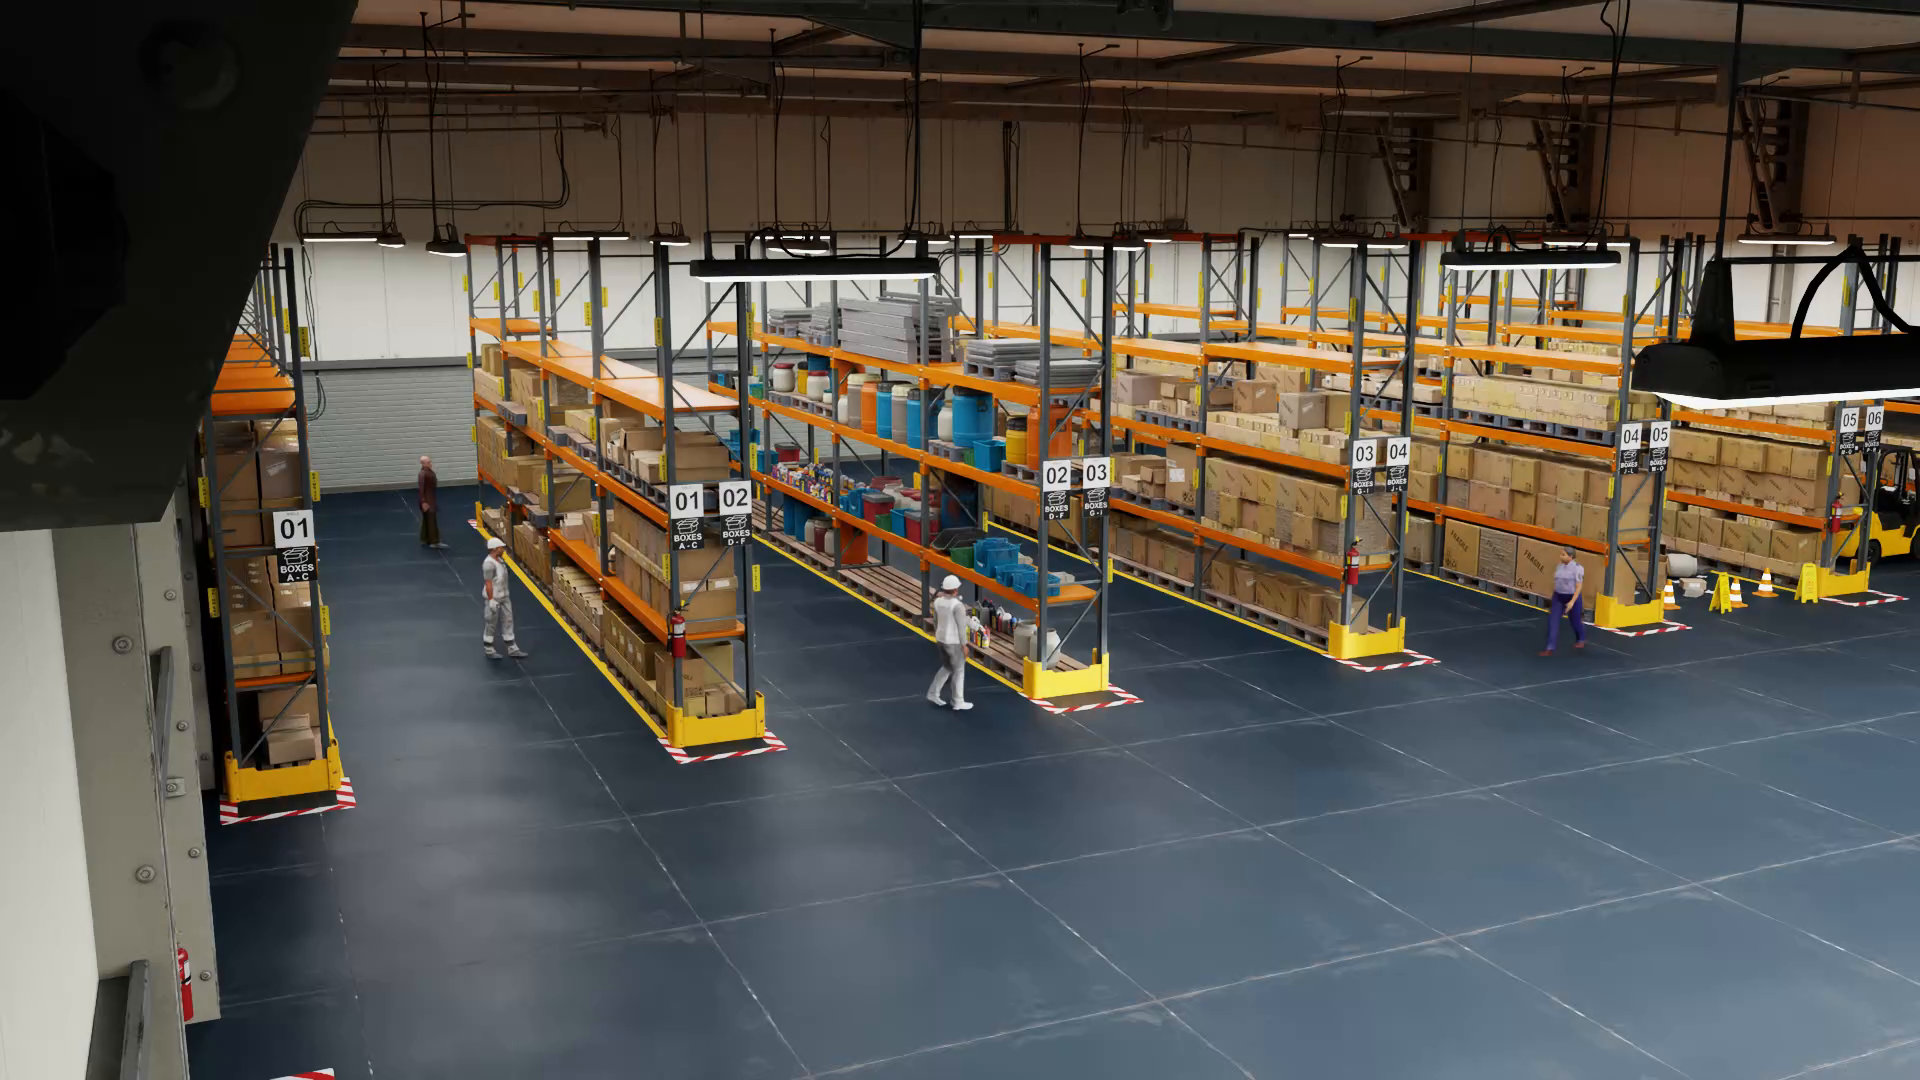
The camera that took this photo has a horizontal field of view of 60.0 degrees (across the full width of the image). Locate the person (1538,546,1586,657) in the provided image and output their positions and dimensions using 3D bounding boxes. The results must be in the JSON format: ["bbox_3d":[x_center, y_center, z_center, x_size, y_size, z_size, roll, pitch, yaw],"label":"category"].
[{"bbox_3d":[8.879,0.891,24.313,0.441,1.594,1.001,9,14,39],"label":"person"}]

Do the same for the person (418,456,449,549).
[{"bbox_3d":[-10.252,-0.699,32.312,0.572,1.706,0.607,-2,11,-11],"label":"person"}]

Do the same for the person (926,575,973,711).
[{"bbox_3d":[-0.107,1.332,21.656,0.505,1.783,0.597,-7,13,-34],"label":"person"}]

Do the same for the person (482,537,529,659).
[{"bbox_3d":[-6.631,0.853,24.053,0.577,1.793,0.583,4,12,20],"label":"person"}]
